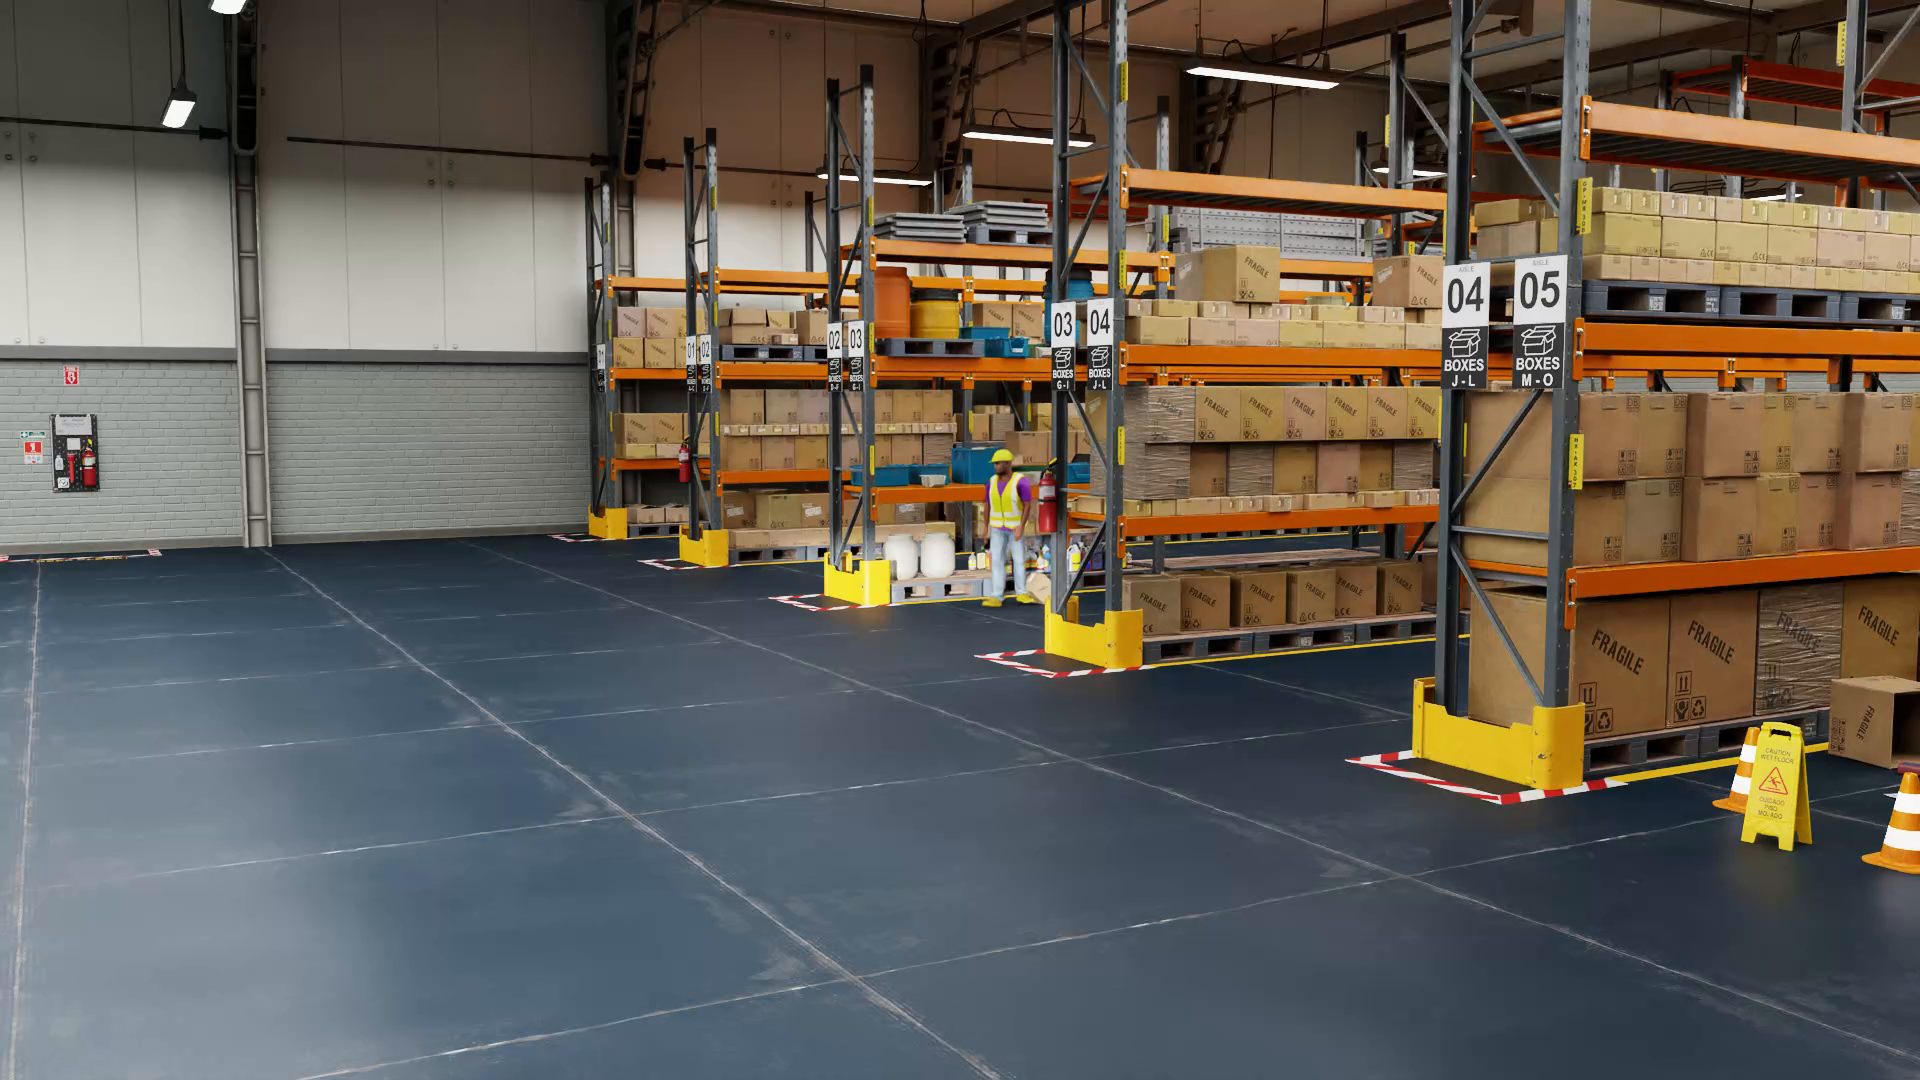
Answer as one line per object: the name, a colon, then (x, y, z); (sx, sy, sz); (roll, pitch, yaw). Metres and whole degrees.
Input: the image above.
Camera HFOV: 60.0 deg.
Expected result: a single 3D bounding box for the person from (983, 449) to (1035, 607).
person: (0.521, -0.131, 18.589); (0.609, 1.766, 0.668); (2, 5, 22)
